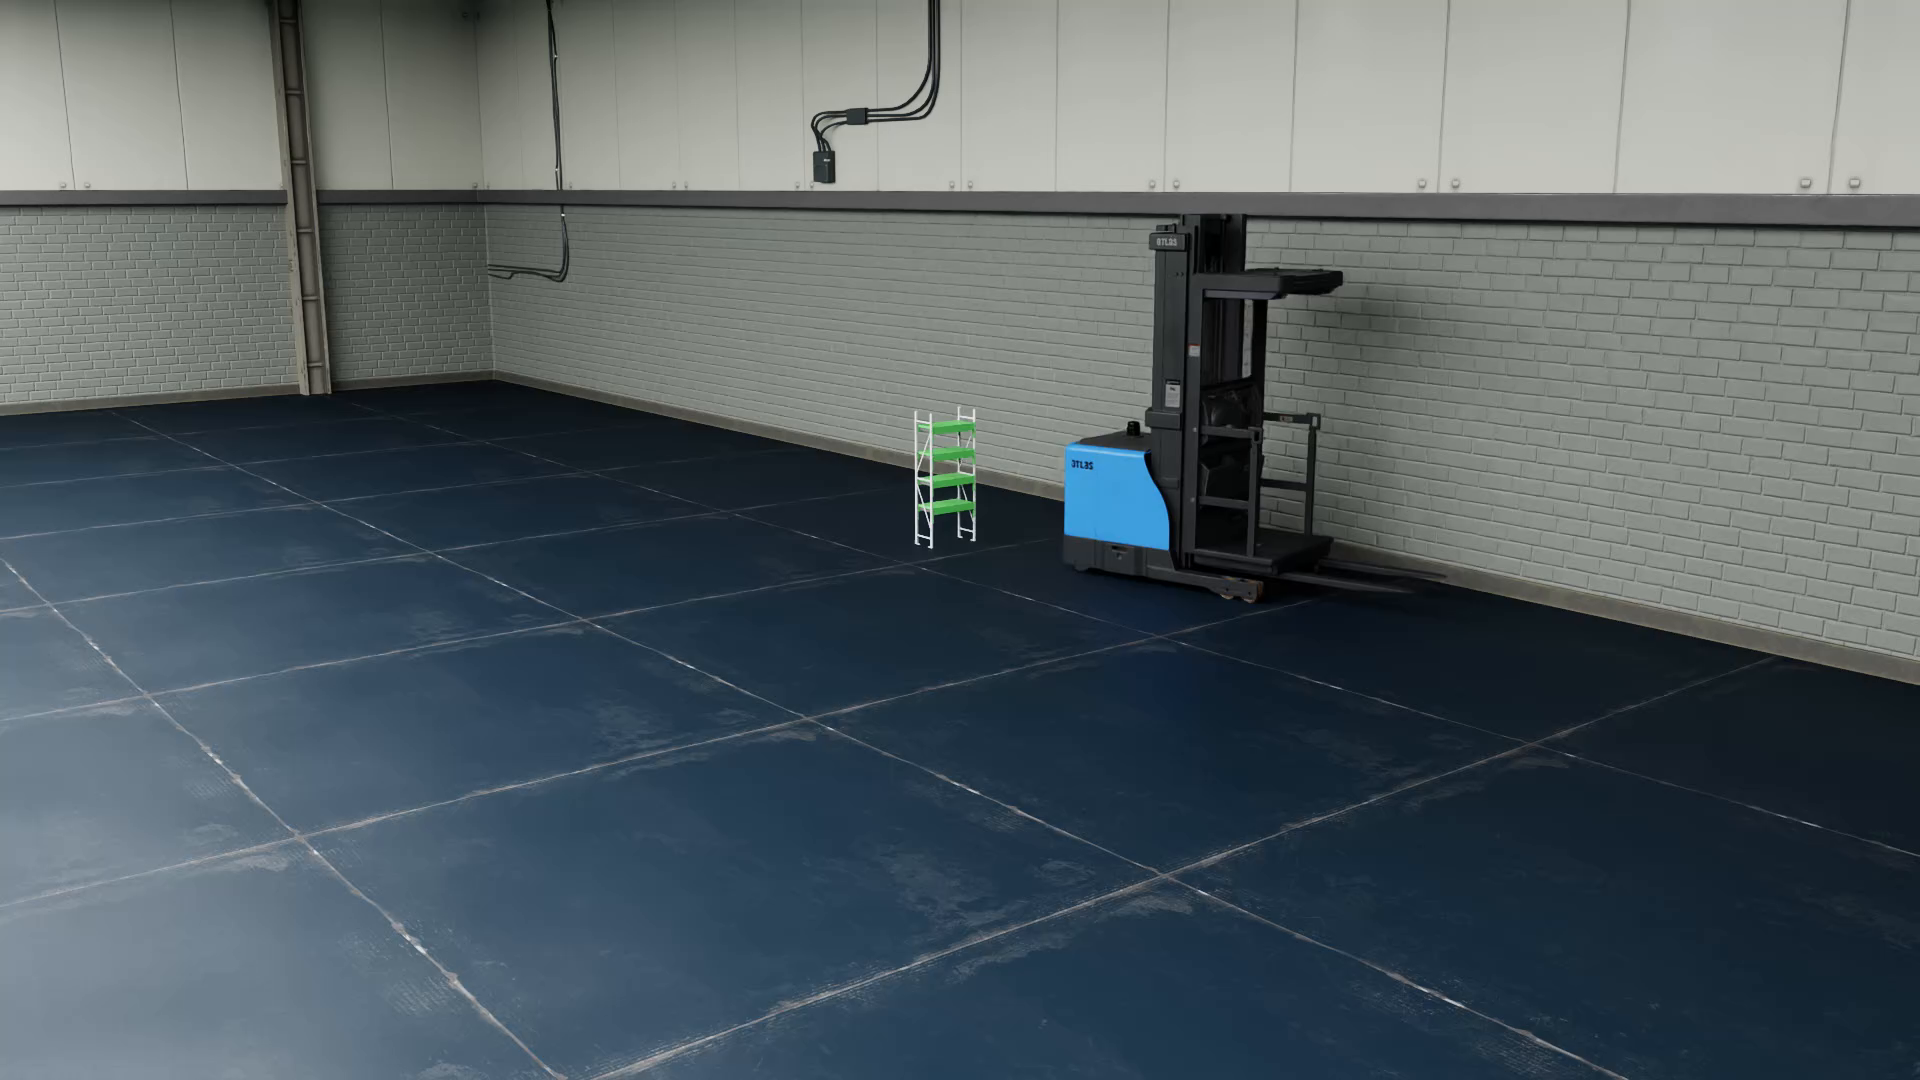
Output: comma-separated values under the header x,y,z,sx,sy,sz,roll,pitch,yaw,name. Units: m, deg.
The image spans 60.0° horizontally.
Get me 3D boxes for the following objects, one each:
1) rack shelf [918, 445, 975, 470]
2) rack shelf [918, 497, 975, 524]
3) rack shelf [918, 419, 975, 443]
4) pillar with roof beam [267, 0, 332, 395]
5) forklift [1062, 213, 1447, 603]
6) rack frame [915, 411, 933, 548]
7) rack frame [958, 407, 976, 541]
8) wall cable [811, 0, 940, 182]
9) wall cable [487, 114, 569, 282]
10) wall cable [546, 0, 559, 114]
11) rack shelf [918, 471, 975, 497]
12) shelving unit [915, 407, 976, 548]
x,y,z,sx,sy,sz,roll,pitch,yaw,name
-0.129,-0.738,14.866,0.480,0.148,0.258,-9,15,-38,rack shelf
-0.129,-0.268,14.966,0.480,0.148,0.258,-9,15,-38,rack shelf
-0.129,-0.972,14.817,0.480,0.148,0.258,-9,15,-38,rack shelf
-7.335,-5.985,21.651,0.400,9.000,9.100,-9,15,-38,pillar with roof beam
2.333,-1.074,13.130,3.031,2.935,1.130,9,15,36,forklift
-0.320,-0.534,14.754,0.015,1.200,0.240,-9,15,-38,rack frame
0.061,-0.597,15.052,0.015,1.200,0.240,-9,15,-38,rack frame
-0.979,-6.973,18.116,0.169,6.003,2.305,-9,15,-38,wall cable
-6.898,-5.332,26.052,0.112,2.526,3.097,-9,15,-38,wall cable
-5.208,-7.364,23.461,0.112,2.526,3.097,-9,15,-38,wall cable
-0.129,-0.503,14.916,0.480,0.148,0.258,-9,15,-38,rack shelf
-0.129,-0.565,14.903,0.503,1.200,0.258,-9,15,-38,shelving unit
